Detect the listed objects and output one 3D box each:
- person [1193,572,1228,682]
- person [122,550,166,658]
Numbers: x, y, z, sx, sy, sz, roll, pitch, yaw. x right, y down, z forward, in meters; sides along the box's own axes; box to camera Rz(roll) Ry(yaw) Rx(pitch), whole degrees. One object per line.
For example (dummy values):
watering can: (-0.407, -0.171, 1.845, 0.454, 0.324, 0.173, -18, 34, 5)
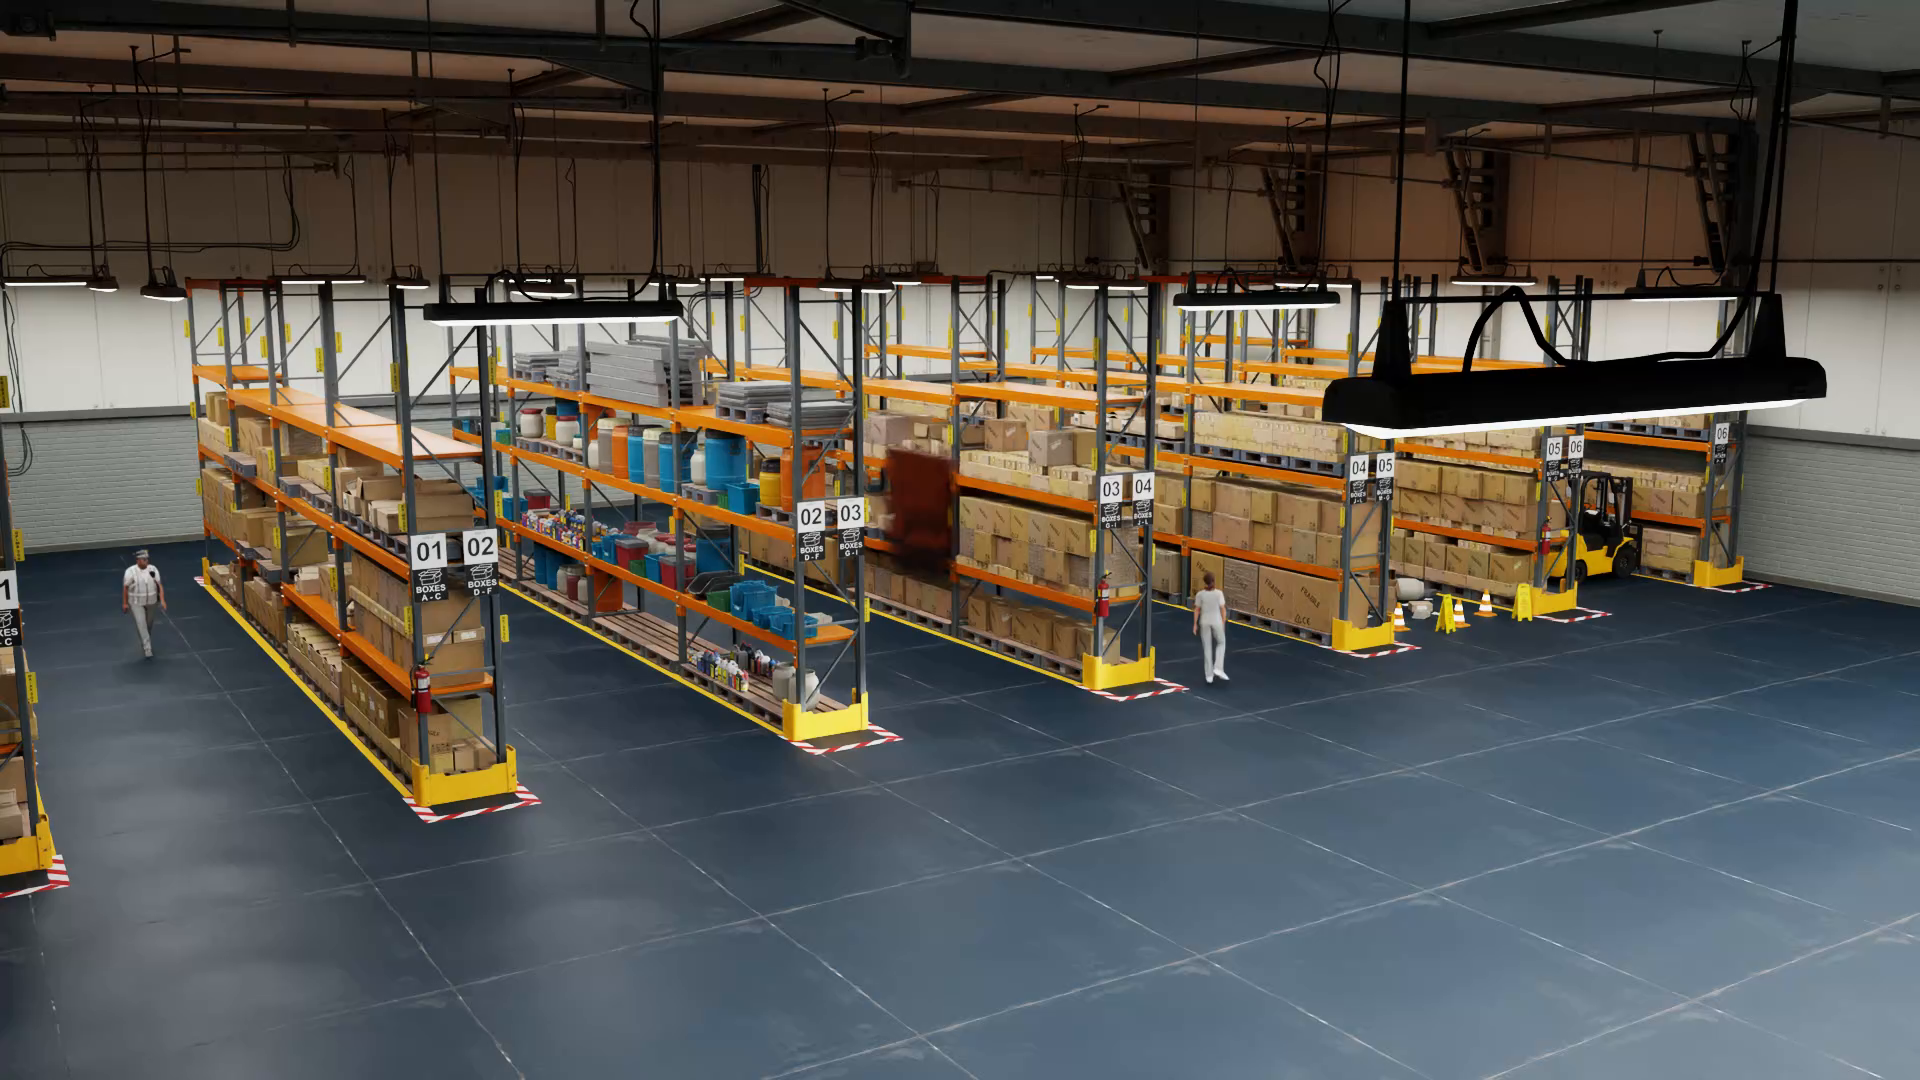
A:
person: (3.804, 1.307, 25.186, 0.545, 1.661, 0.497, 2, 10, 12)
person: (-13.192, 0.991, 26.900, 0.593, 1.698, 1.093, -9, 13, -42)
